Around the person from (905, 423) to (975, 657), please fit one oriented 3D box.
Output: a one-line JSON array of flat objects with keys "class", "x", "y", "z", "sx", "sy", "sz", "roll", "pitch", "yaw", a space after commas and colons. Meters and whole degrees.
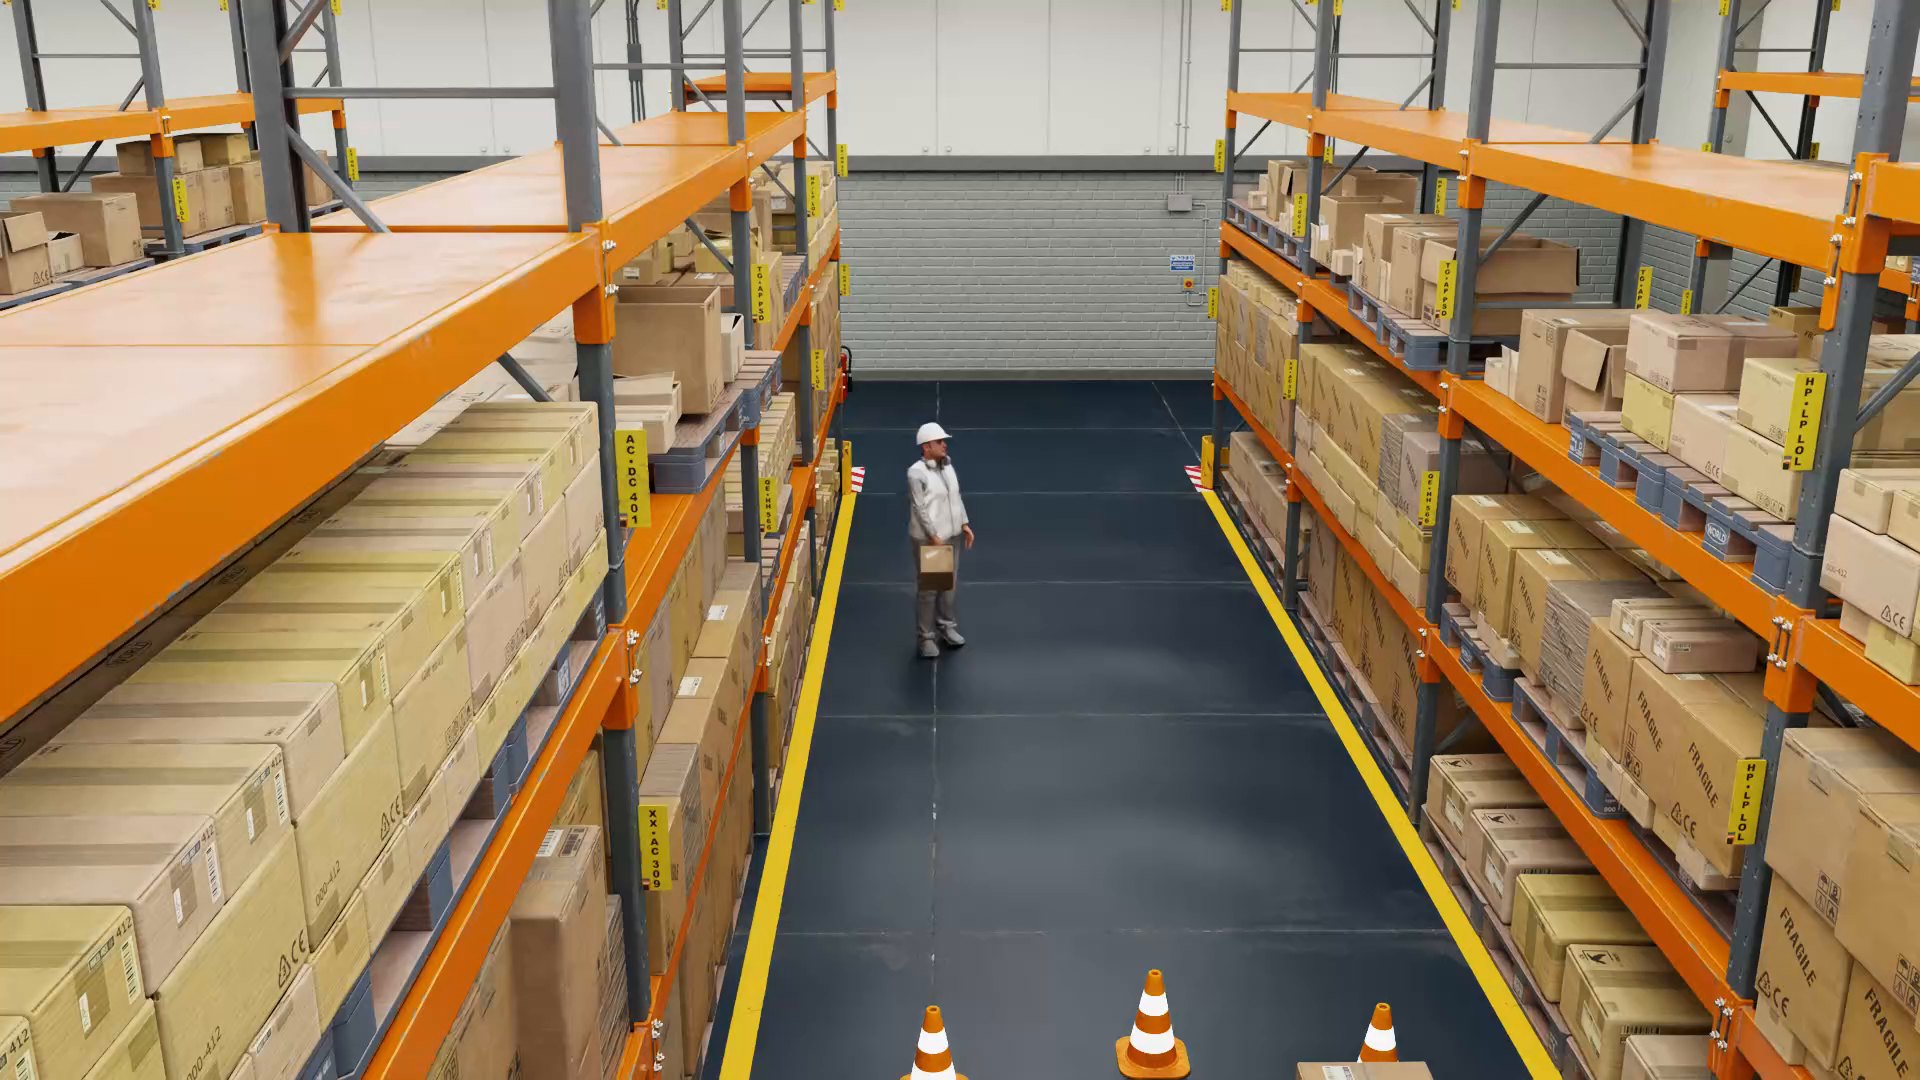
[{"class": "person", "x": -0.169, "y": -0.017, "z": 13.019, "sx": 0.474, "sy": 1.777, "sz": 0.581, "roll": 13, "pitch": 21, "yaw": 36}]
